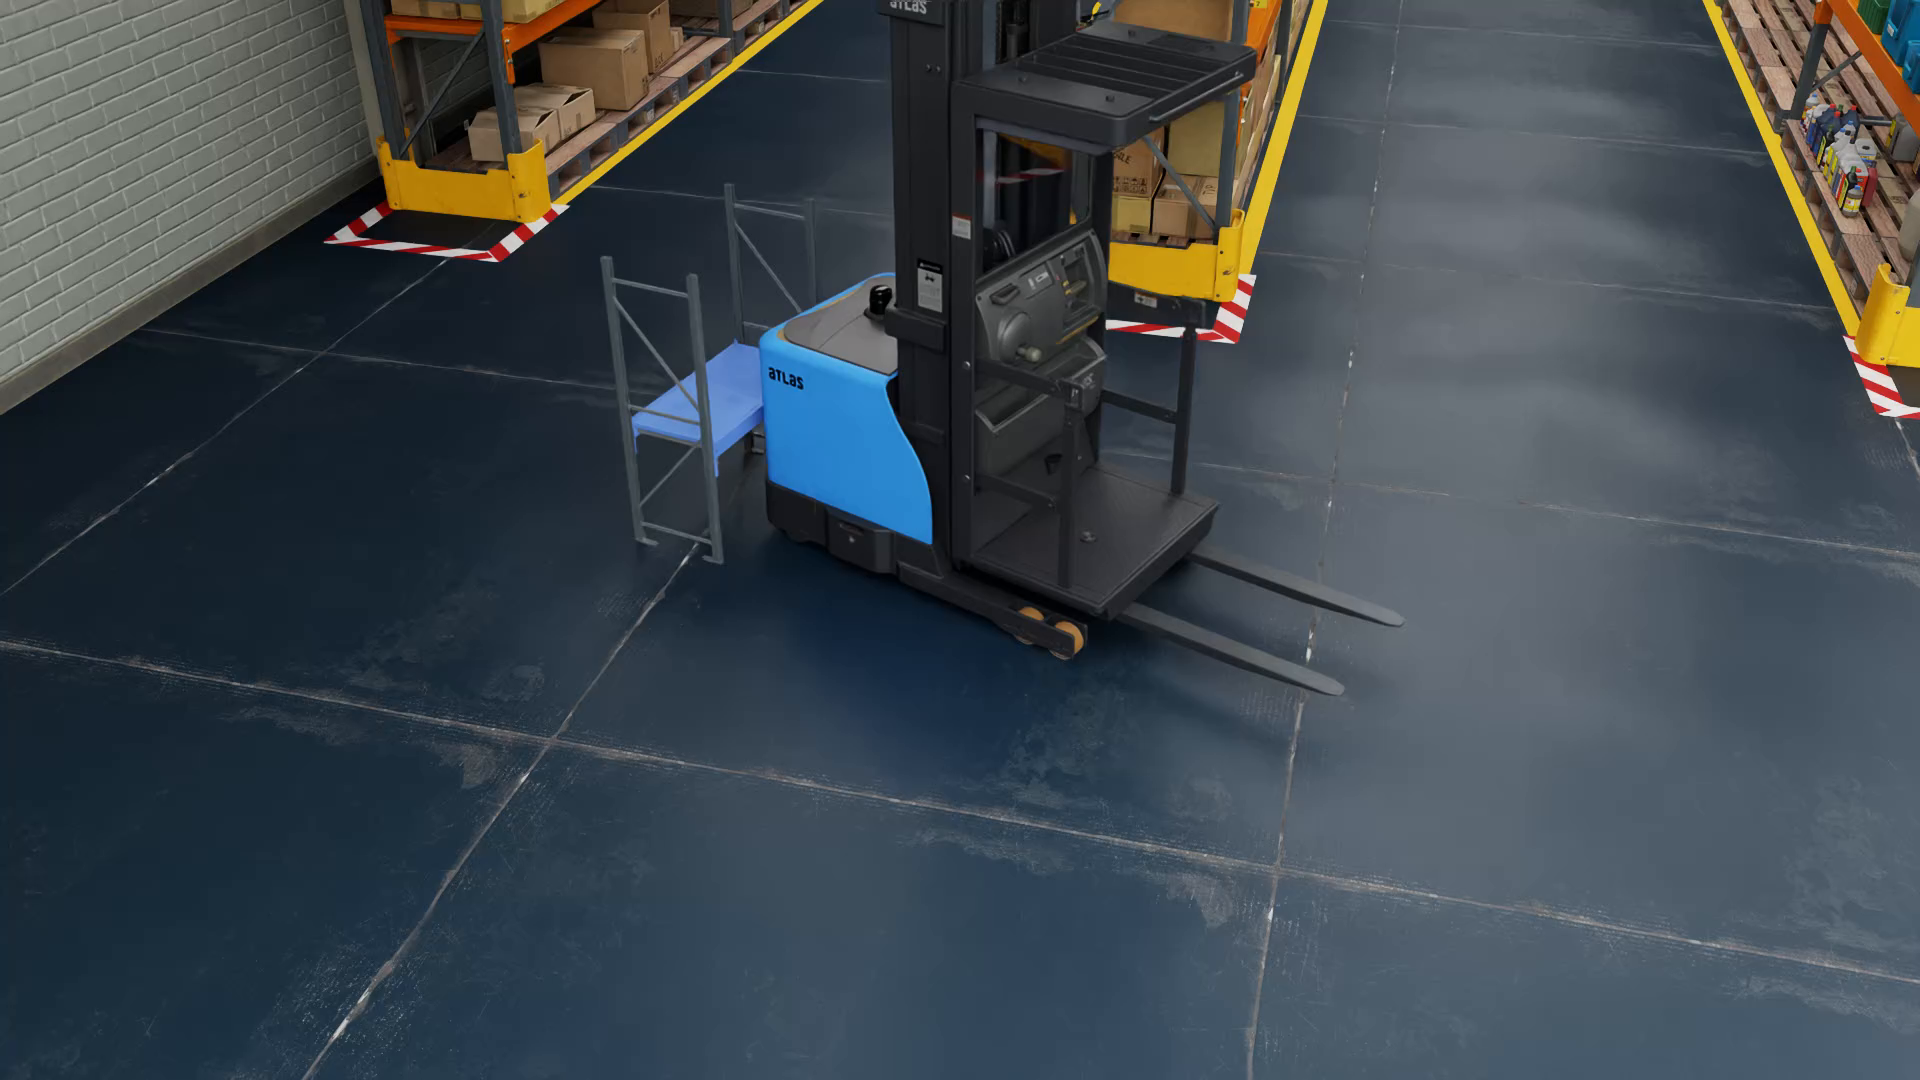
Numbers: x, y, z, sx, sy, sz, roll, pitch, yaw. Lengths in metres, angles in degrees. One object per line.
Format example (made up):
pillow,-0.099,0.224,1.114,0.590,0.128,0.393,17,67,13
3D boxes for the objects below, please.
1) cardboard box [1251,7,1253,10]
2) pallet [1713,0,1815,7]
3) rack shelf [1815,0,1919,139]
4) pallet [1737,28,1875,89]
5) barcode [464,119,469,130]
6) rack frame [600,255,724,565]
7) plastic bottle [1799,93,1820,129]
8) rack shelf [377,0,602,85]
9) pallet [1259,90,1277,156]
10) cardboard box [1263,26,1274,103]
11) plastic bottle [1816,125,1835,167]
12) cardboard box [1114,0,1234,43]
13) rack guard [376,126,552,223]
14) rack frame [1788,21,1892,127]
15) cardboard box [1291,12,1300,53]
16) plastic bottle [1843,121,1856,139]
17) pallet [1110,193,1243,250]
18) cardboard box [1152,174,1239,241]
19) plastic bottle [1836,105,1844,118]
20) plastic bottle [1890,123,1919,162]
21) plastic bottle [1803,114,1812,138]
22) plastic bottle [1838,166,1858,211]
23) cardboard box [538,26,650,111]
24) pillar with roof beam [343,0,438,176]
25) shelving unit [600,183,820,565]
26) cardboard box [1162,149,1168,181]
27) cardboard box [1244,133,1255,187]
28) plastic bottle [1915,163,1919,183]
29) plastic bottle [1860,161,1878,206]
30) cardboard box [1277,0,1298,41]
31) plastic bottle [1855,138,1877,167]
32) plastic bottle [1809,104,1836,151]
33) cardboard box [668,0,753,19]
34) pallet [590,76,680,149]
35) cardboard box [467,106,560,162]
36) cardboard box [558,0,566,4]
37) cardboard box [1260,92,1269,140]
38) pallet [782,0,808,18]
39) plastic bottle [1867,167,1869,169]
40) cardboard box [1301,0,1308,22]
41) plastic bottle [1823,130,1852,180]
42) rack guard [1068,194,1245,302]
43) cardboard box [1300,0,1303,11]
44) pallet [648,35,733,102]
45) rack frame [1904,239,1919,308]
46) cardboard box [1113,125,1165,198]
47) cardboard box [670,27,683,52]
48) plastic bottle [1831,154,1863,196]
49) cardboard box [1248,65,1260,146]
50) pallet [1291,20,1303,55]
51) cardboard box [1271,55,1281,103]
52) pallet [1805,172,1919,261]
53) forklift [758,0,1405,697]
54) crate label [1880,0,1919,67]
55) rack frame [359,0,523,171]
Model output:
cardboard box,1.747,-4.048,11.729,0.700,0.500,0.500,9,34,14
pallet,8.206,-5.675,16.980,1.003,0.211,1.213,8,33,12
rack shelf,6.524,-3.020,10.875,1.077,0.370,4.000,8,33,12
pallet,7.501,-4.233,14.711,1.003,0.211,1.213,8,33,12
barcode,-3.686,-3.100,12.418,0.001,0.075,0.075,8,33,12
rack frame,-1.379,-0.579,7.763,0.500,1.500,0.032,15,35,22
plastic bottle,6.527,-3.290,12.762,0.097,0.271,0.097,0,32,0
rack shelf,-3.059,-4.369,12.997,1.077,0.370,4.000,8,33,12
pallet,1.999,-3.454,13.486,1.003,0.211,1.213,8,33,12
cardboard box,2.074,-3.583,12.562,0.500,0.500,0.500,8,33,12
plastic bottle,6.295,-2.860,12.075,0.061,0.283,0.133,9,34,15
cardboard box,1.357,-3.245,10.465,0.700,0.500,0.500,8,33,12
rack guard,-3.547,-2.619,11.904,1.175,0.500,0.348,8,33,12
rack frame,7.032,-4.361,12.315,1.000,3.000,0.127,8,33,12
cardboard box,2.714,-4.495,14.697,0.500,0.250,0.500,9,33,14
plastic bottle,6.505,-2.942,12.214,0.097,0.271,0.097,0,32,0
pallet,1.380,-2.188,11.495,1.003,0.211,1.213,8,33,12
cardboard box,1.578,-2.227,11.129,0.500,0.250,0.500,8,33,12
plastic bottle,6.574,-3.109,12.467,0.061,0.283,0.133,8,33,12
plastic bottle,6.949,-2.932,12.194,0.152,0.276,0.135,8,33,12
plastic bottle,6.475,-3.155,12.615,0.097,0.201,0.097,0,32,0
plastic bottle,6.071,-2.401,11.353,0.061,0.283,0.133,9,33,14
cardboard box,-2.924,-3.782,13.323,0.700,0.500,0.500,6,33,9
pillar with roof beam,-0.061,-6.061,9.396,9.100,9.000,0.400,8,33,12
shelving unit,-1.157,-0.824,8.149,0.538,1.500,1.048,15,35,22
cardboard box,1.192,-2.559,11.650,0.500,0.250,0.500,8,33,12
cardboard box,1.828,-2.746,11.945,0.500,0.250,0.500,8,33,12
plastic bottle,6.868,-2.691,11.808,0.061,0.283,0.133,8,33,12
plastic bottle,6.252,-2.451,11.431,0.061,0.283,0.133,8,33,12
cardboard box,2.587,-4.472,14.137,0.500,0.311,0.500,8,33,13
plastic bottle,6.419,-2.710,11.845,0.152,0.276,0.135,8,33,12
plastic bottle,6.425,-3.067,12.337,0.144,0.351,0.185,9,34,14
cardboard box,-2.380,-5.225,15.593,0.700,0.500,0.500,9,34,14
pallet,-2.995,-3.545,13.630,1.003,0.211,1.213,8,33,12
cardboard box,-3.304,-3.032,12.320,0.500,0.311,0.500,4,33,7
cardboard box,-3.017,-4.061,11.963,0.500,0.250,0.500,7,33,11
cardboard box,2.086,-3.265,12.761,0.500,0.250,0.500,8,33,12
pallet,-2.047,-5.573,16.819,1.003,0.211,1.213,8,33,12
plastic bottle,6.310,-2.495,11.577,0.097,0.201,0.097,0,32,0
cardboard box,2.973,-5.028,15.535,0.500,0.250,0.500,9,33,13
plastic bottle,6.270,-2.748,11.836,0.144,0.351,0.185,8,33,12
rack guard,1.220,-1.895,10.764,1.175,0.500,0.348,8,33,12
cardboard box,2.849,-5.000,14.967,0.500,0.311,0.500,7,33,11
pallet,-2.687,-4.180,14.629,1.003,0.211,1.213,8,33,12
rack frame,6.016,-2.286,9.050,1.000,3.000,0.127,8,33,12
cardboard box,1.075,-2.614,11.039,0.500,0.500,0.500,8,33,12
cardboard box,-2.658,-4.419,14.635,0.380,0.166,0.250,4,33,6
plastic bottle,6.184,-2.534,11.568,0.152,0.276,0.135,7,33,11
cardboard box,1.817,-3.064,11.747,0.500,0.500,0.500,8,33,12
pallet,2.698,-4.884,15.735,1.003,0.211,1.213,8,33,12
cardboard box,2.335,-3.784,13.578,0.500,0.250,0.500,8,33,12
pallet,6.513,-2.207,11.524,1.003,0.211,1.213,8,33,12
forklift,0.532,-1.030,7.138,3.031,2.935,1.130,21,38,30
crate label,6.222,-3.293,10.600,0.502,0.435,0.616,8,33,12
rack frame,-3.566,-3.635,11.171,1.000,3.000,0.127,8,33,12
